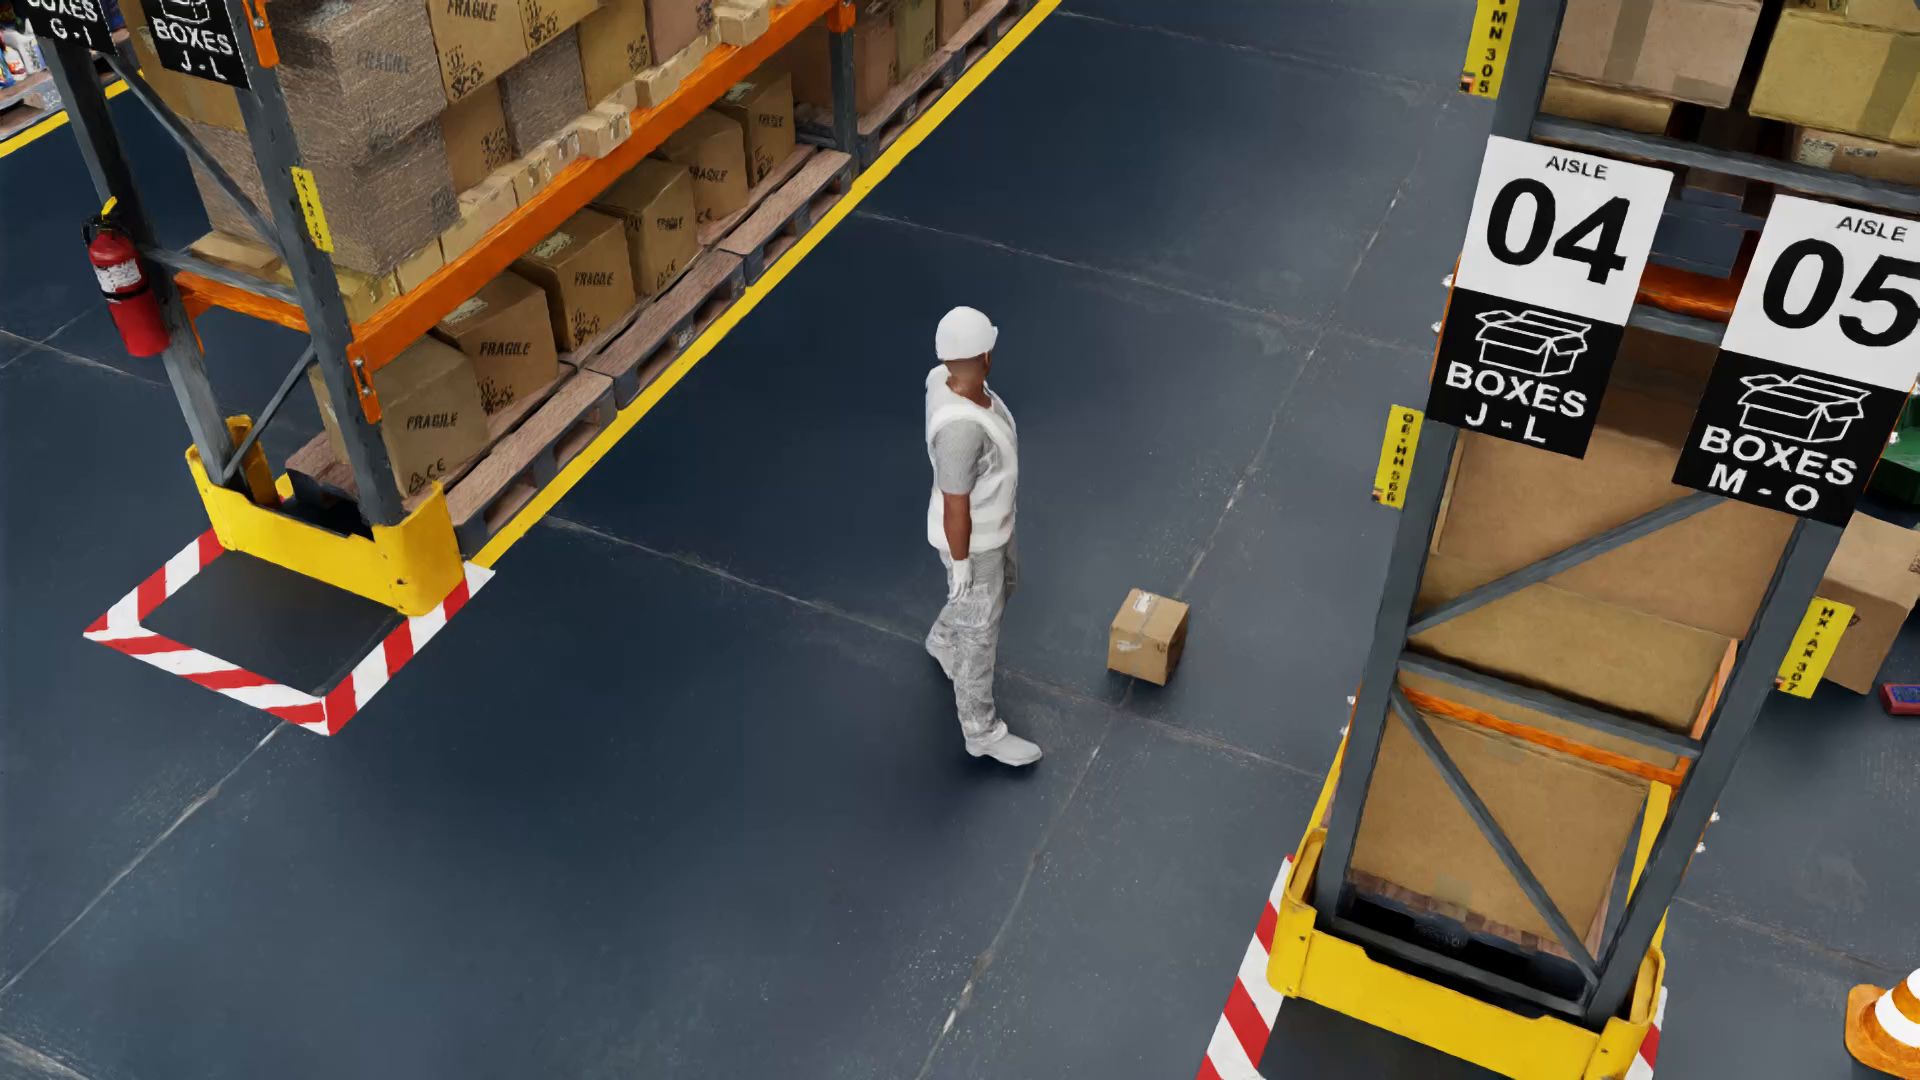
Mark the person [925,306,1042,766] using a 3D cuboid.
[{"bbox_3d":[0.092,-0.005,6.169,0.520,1.736,0.740,4,42,4],"label":"person"}]
